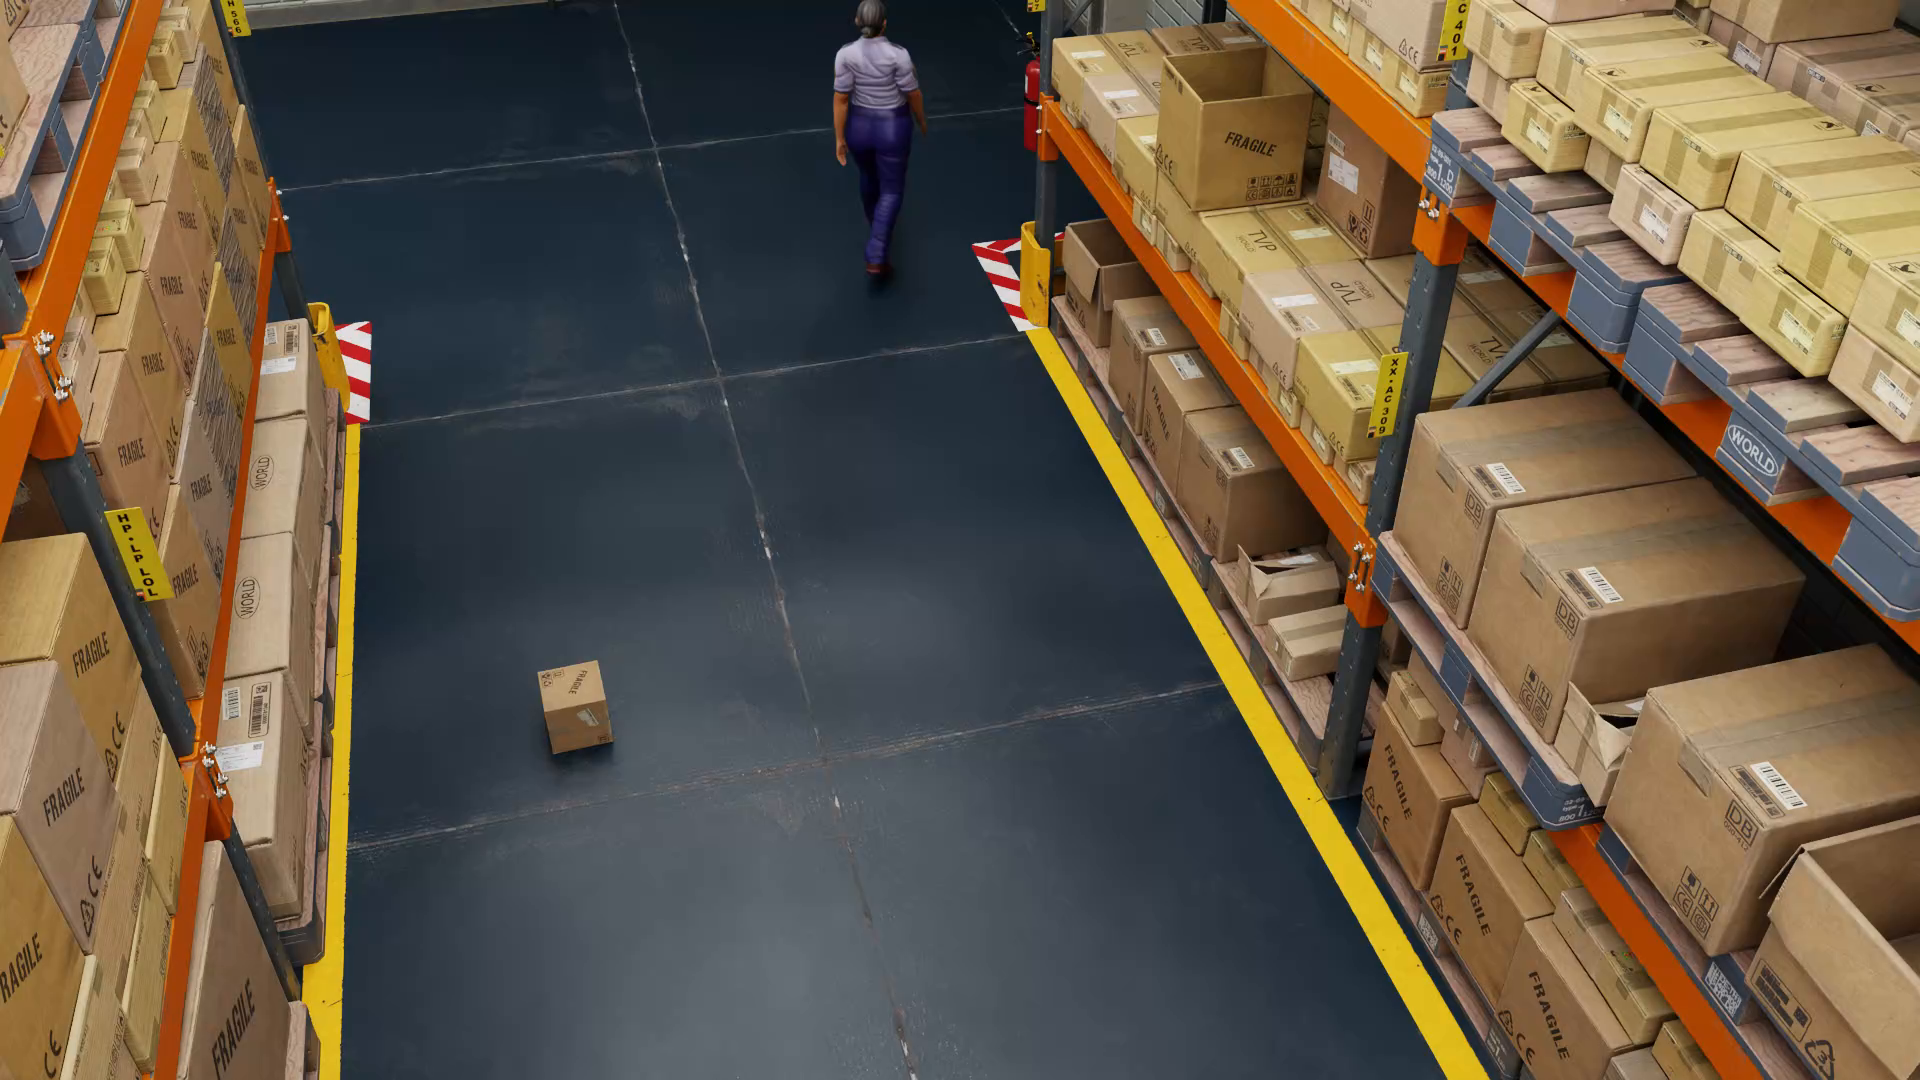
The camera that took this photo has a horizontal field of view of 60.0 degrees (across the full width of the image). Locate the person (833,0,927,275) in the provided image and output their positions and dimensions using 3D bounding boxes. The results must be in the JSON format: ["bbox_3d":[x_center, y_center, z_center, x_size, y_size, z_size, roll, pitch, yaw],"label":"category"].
[{"bbox_3d":[-0.461,-2.415,9.775,0.490,1.598,0.996,9,39,12],"label":"person"}]
